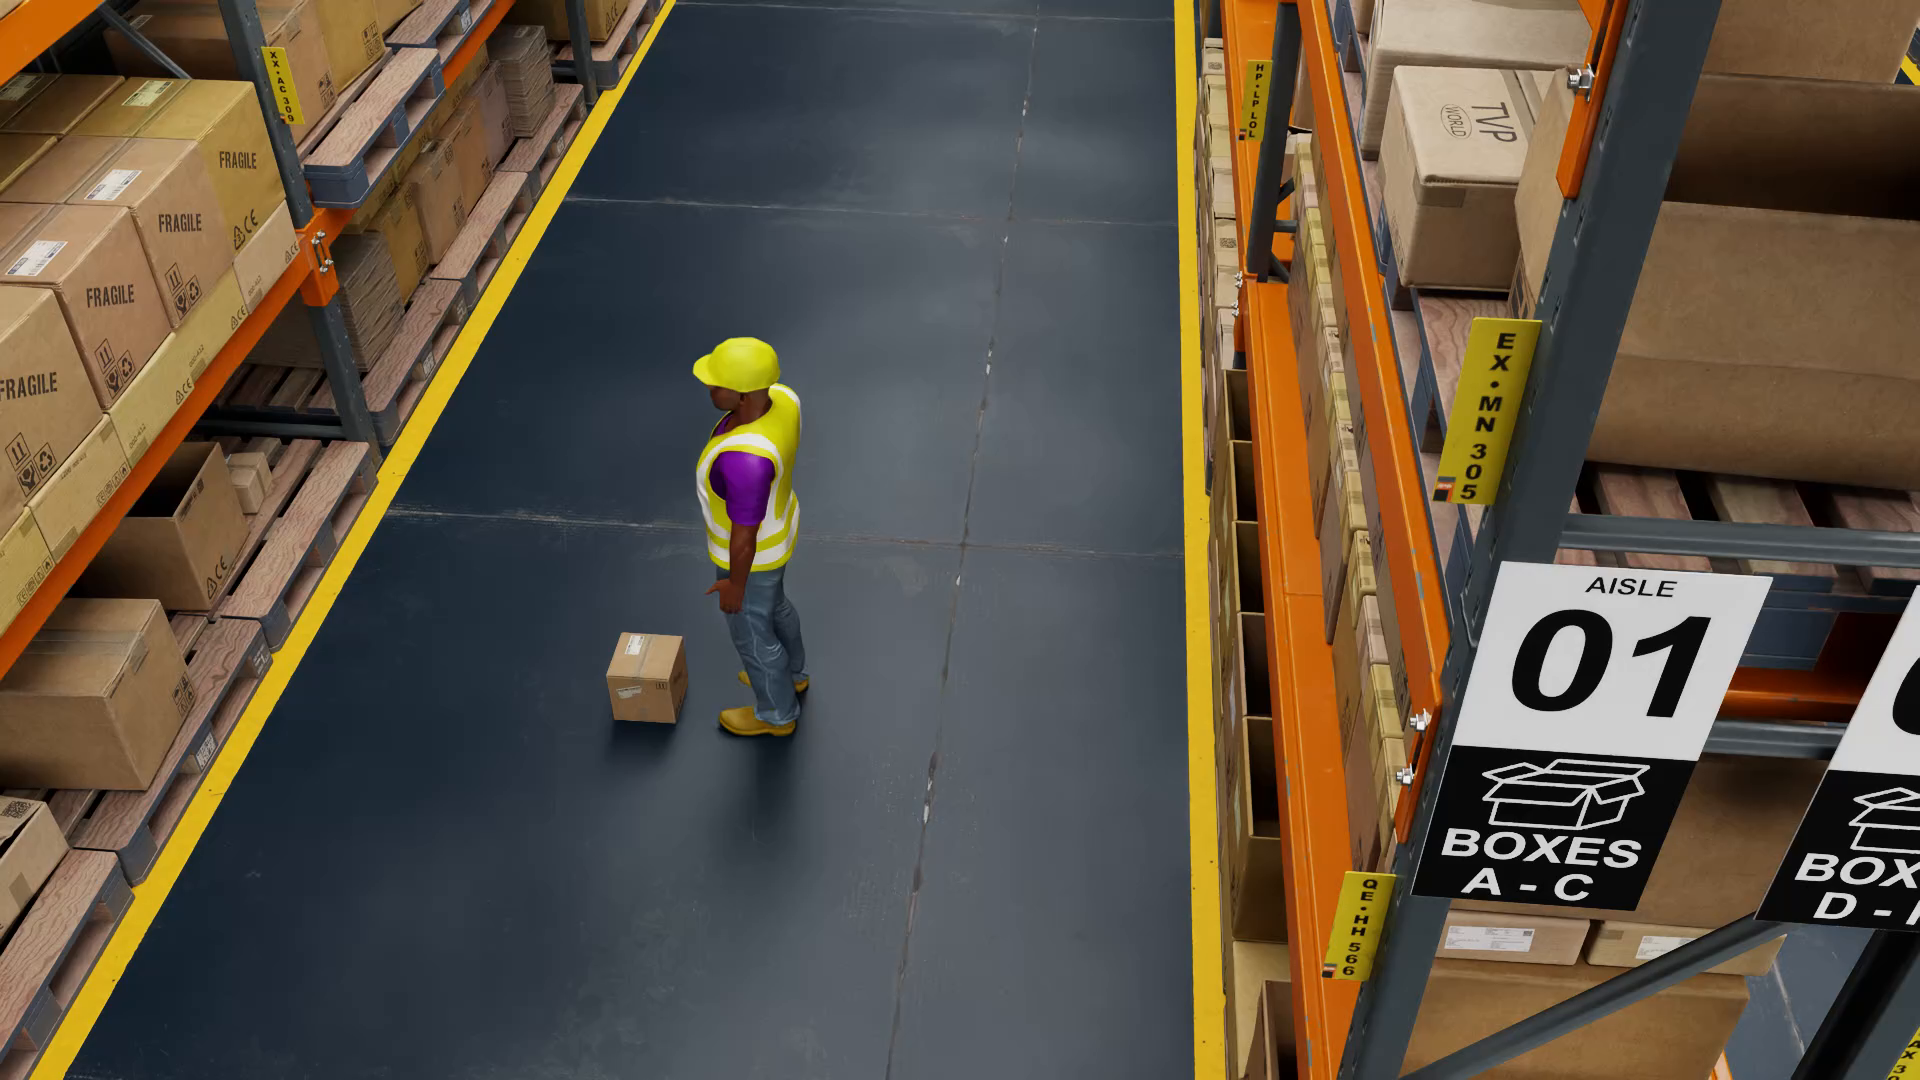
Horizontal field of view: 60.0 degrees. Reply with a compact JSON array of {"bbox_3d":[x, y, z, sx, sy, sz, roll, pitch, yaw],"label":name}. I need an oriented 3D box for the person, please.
[{"bbox_3d":[-0.764,0.016,6.138,0.371,1.787,0.564,4,40,5],"label":"person"}]
